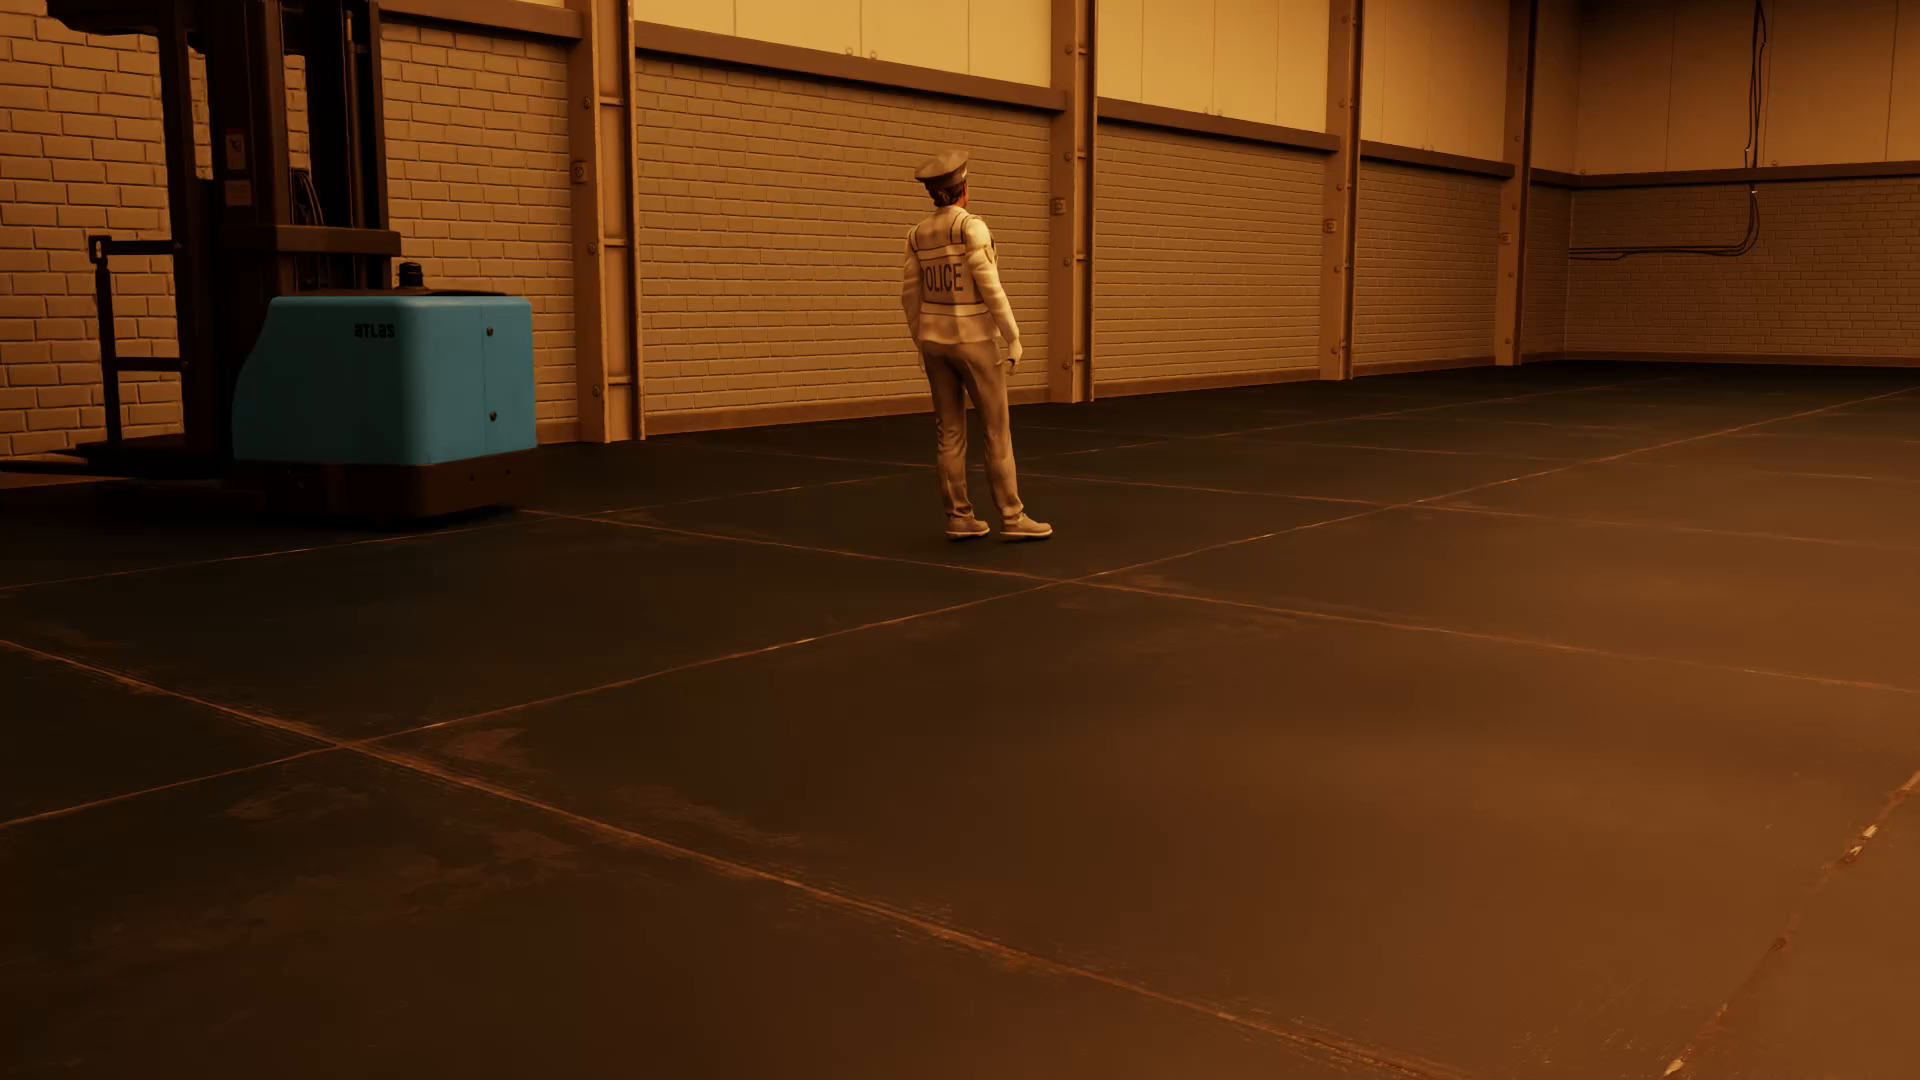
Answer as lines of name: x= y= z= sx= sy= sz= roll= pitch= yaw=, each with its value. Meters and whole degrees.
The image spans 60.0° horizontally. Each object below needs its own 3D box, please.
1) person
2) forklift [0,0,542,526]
person: x=0.047 y=-0.853 z=7.329 sx=0.588 sy=1.696 sz=0.533 roll=7 pitch=11 yaw=38
forklift: x=-3.715 y=-1.617 z=8.334 sx=3.031 sy=2.935 sz=1.130 roll=3 pitch=9 yaw=18
